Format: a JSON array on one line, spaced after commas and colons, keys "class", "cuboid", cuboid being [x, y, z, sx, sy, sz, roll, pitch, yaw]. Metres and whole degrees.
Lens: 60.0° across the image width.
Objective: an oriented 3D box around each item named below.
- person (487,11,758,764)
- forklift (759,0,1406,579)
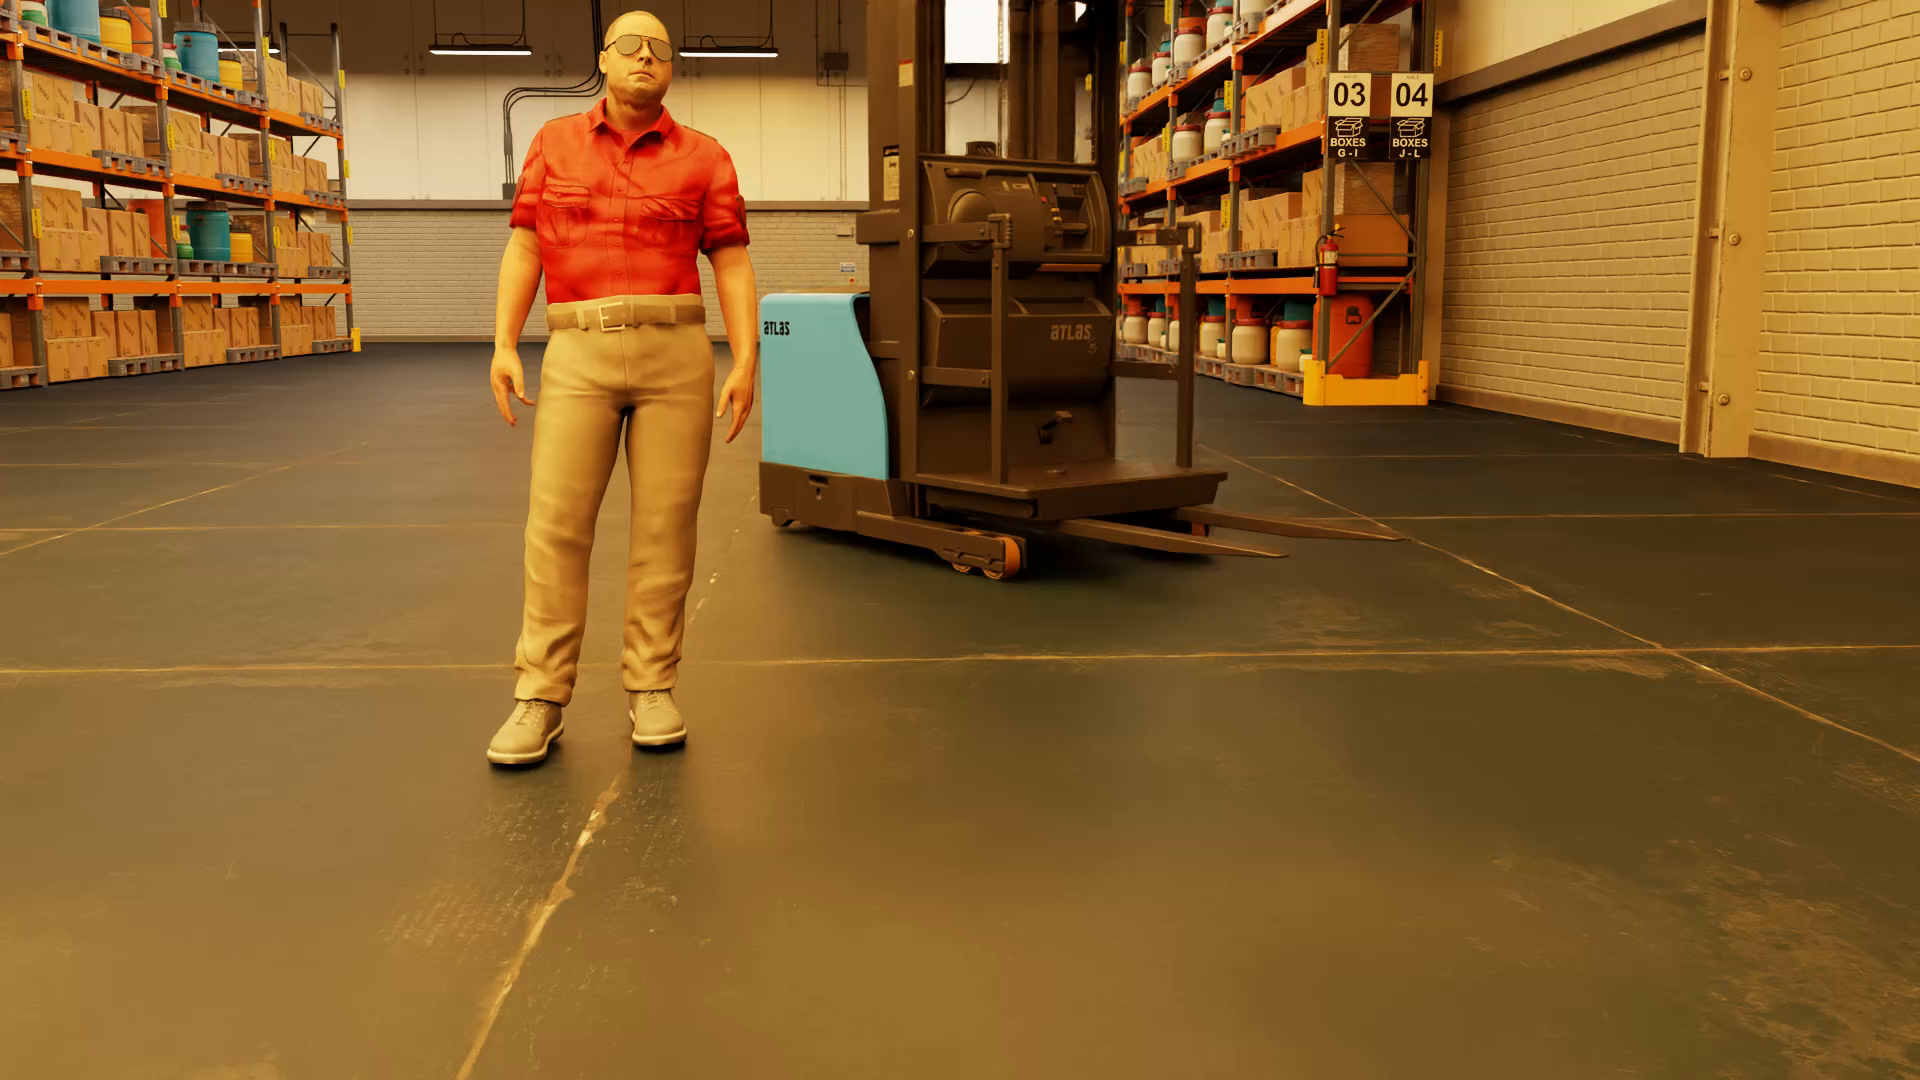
[{"class": "person", "cuboid": [-0.797, -0.379, 3.931, 0.640, 1.727, 0.551, -1, 9, -8]}, {"class": "forklift", "cuboid": [0.375, -1.382, 6.635, 1.130, 2.935, 3.031, -7, 11, -37]}]
